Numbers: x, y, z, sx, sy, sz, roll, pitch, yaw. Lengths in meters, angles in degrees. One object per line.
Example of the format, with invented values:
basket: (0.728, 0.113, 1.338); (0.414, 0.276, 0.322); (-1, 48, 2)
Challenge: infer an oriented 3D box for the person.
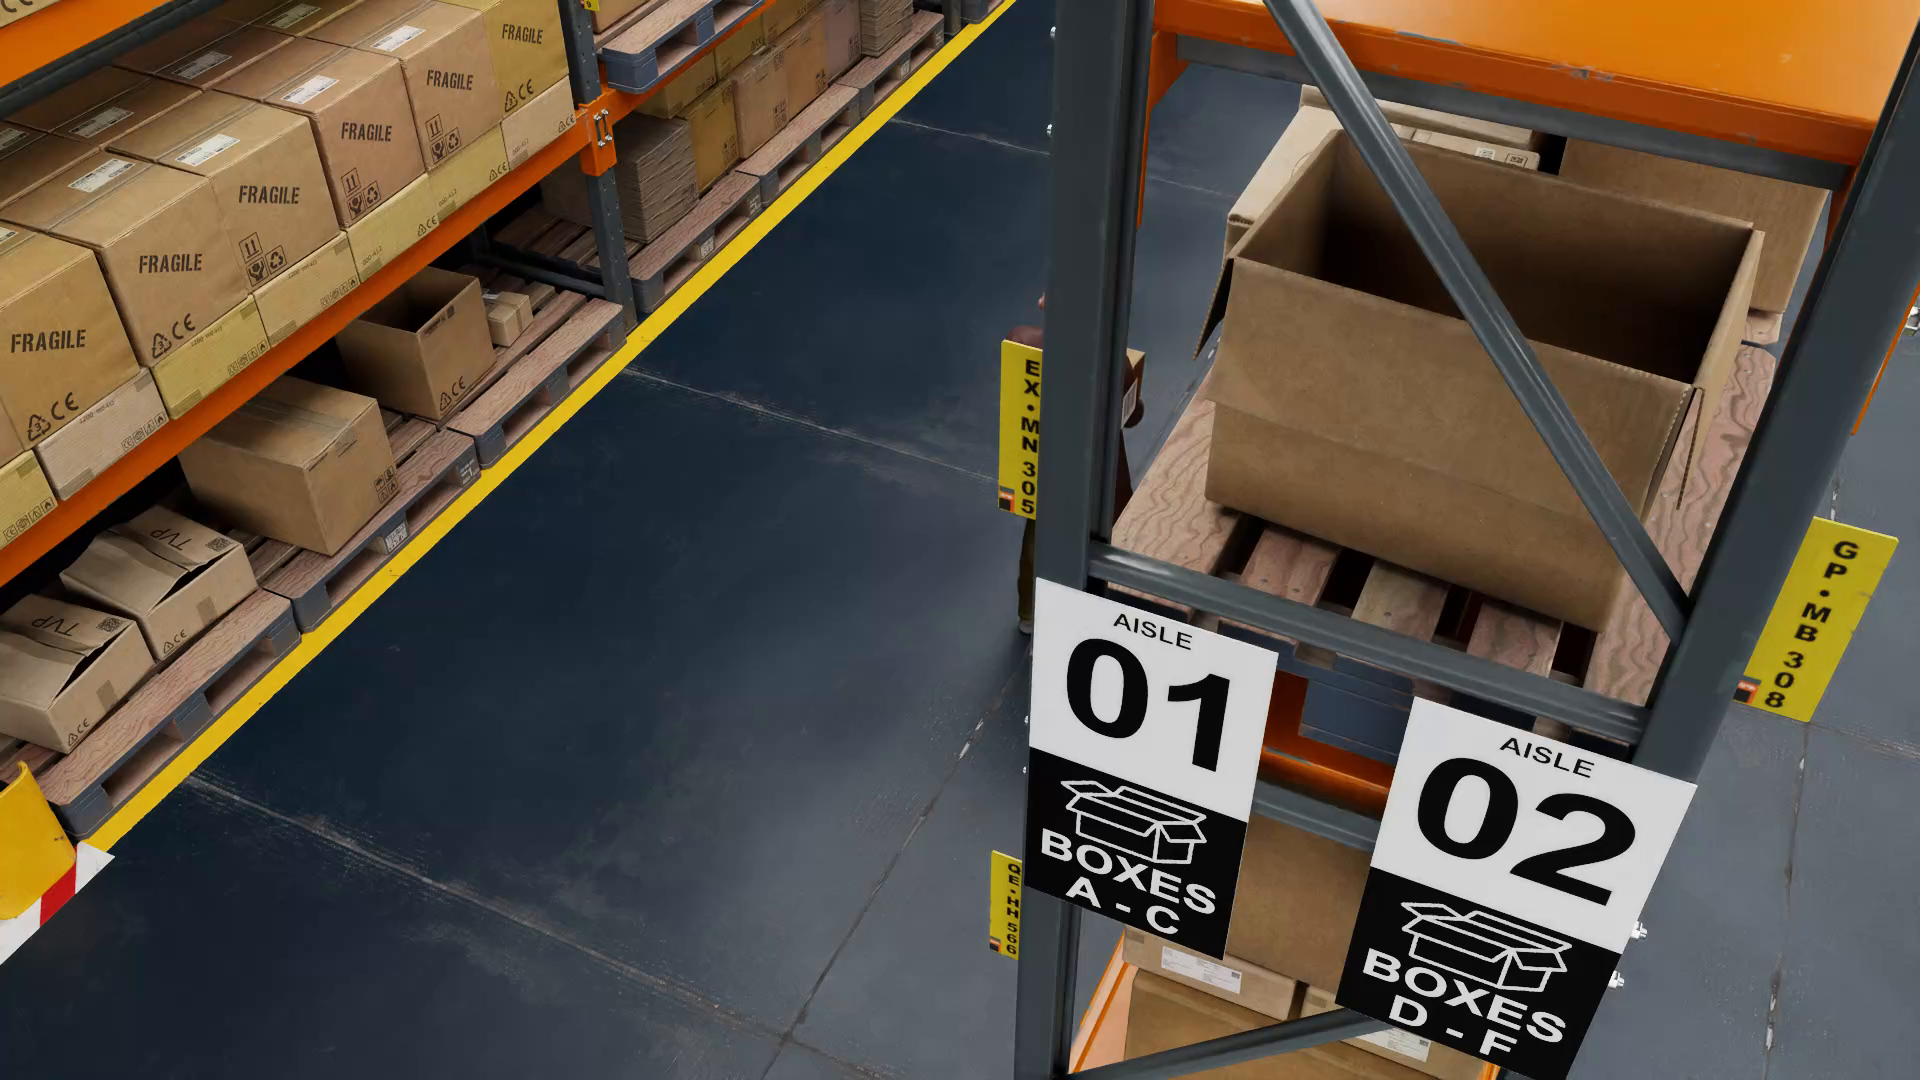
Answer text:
person: (0.471, -0.371, 6.595); (0.527, 1.769, 0.562); (18, 44, 19)
